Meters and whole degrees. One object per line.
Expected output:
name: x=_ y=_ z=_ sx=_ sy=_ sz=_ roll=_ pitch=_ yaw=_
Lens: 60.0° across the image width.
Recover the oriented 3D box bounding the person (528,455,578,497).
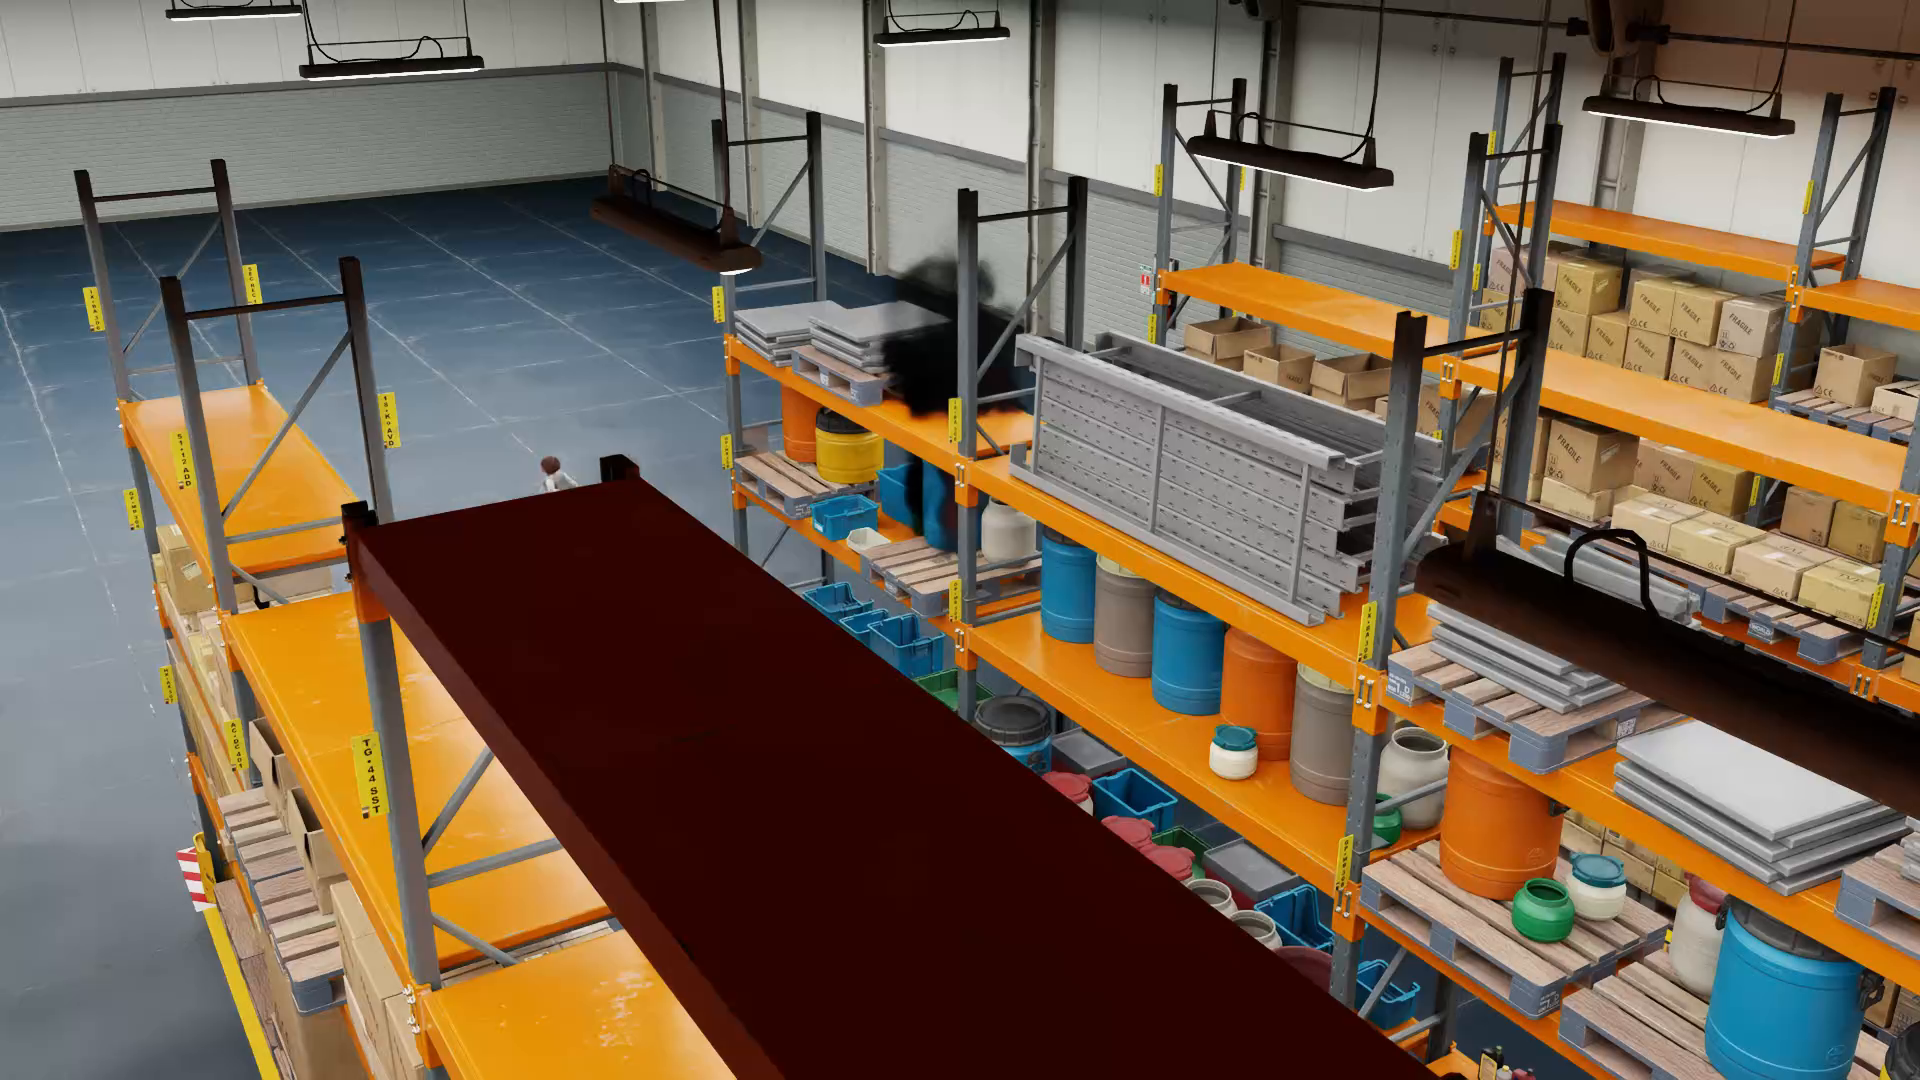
person: x=-4.750 y=-0.223 z=19.815 sx=0.743 sy=1.642 sz=0.514 roll=-2 pitch=22 yaw=-5
